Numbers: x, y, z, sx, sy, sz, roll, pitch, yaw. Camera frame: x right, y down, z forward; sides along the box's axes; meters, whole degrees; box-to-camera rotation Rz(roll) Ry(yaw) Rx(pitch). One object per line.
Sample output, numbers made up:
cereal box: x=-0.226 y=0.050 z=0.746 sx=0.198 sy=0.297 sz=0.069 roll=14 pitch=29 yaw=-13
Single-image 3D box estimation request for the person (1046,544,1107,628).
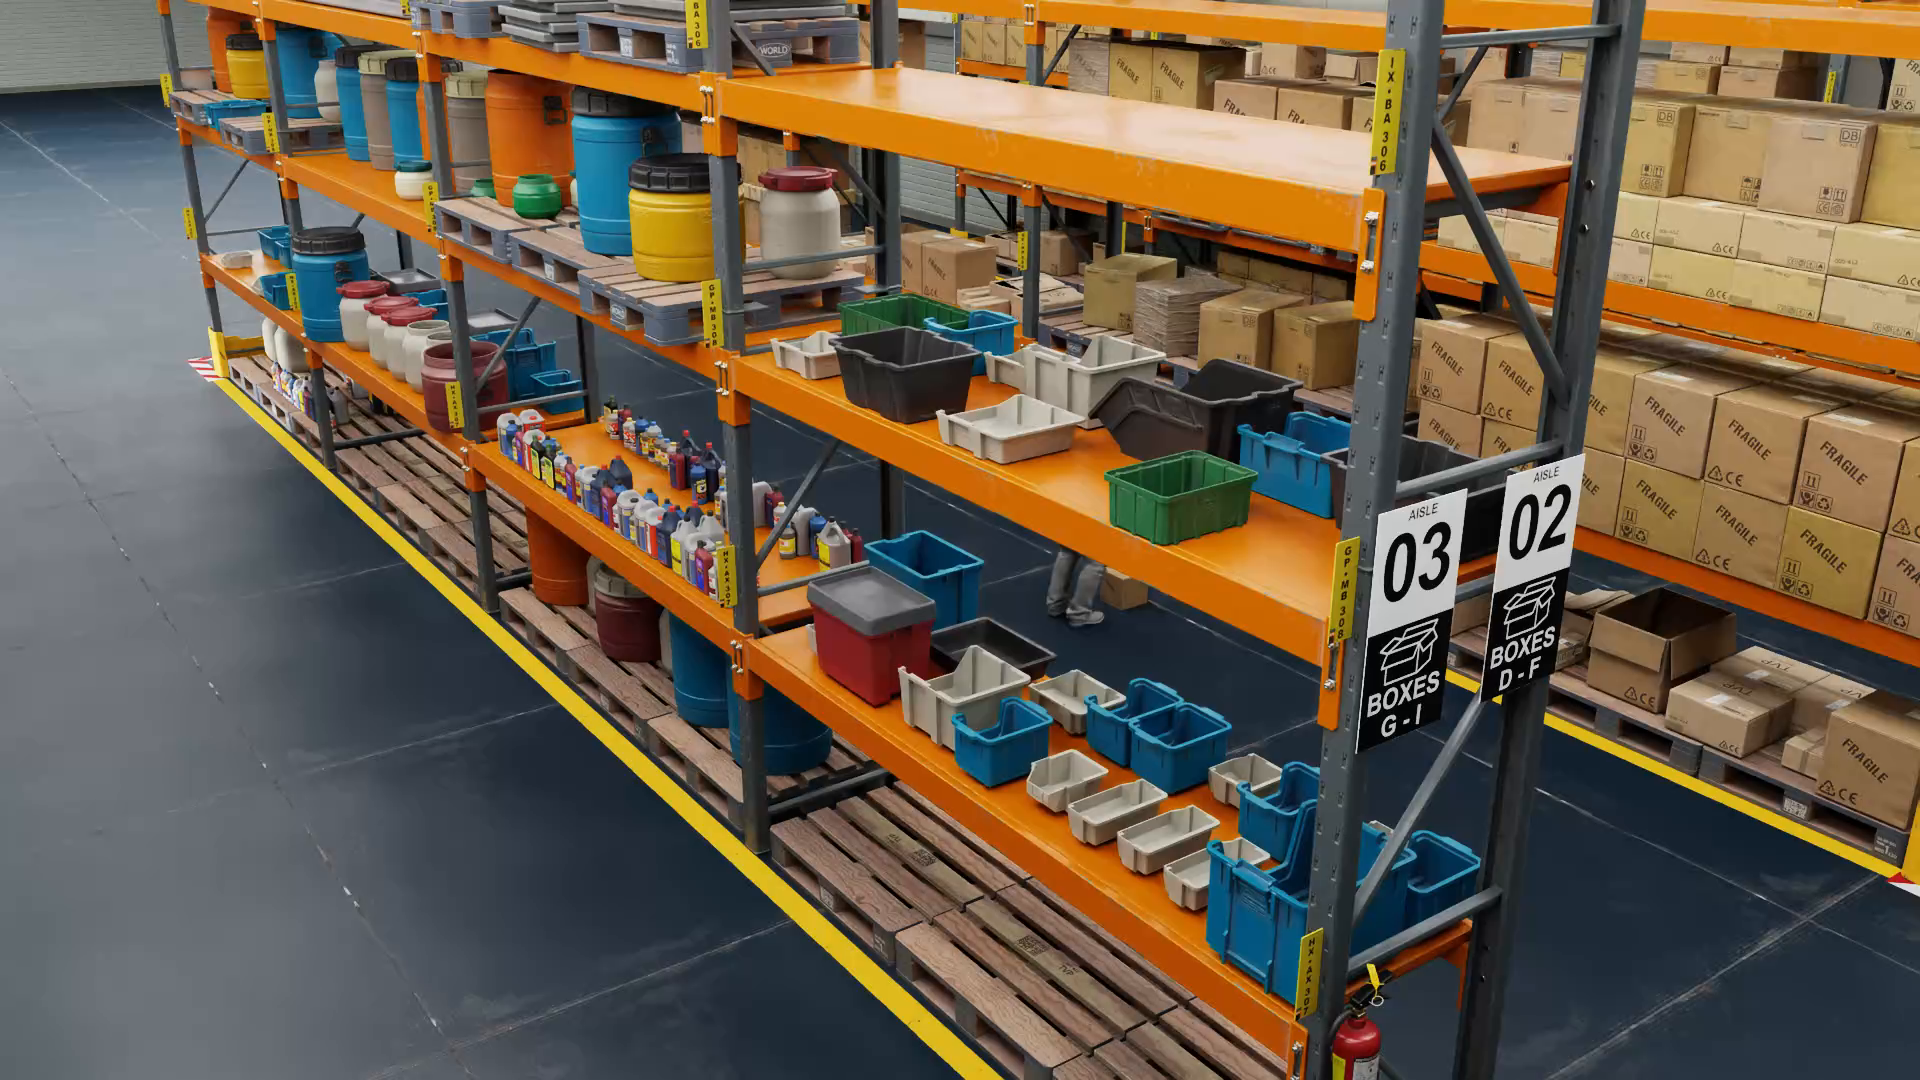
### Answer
person: x=0.820 y=-0.239 z=11.785 sx=0.516 sy=1.695 sz=0.567 roll=-14 pitch=25 yaw=-32
